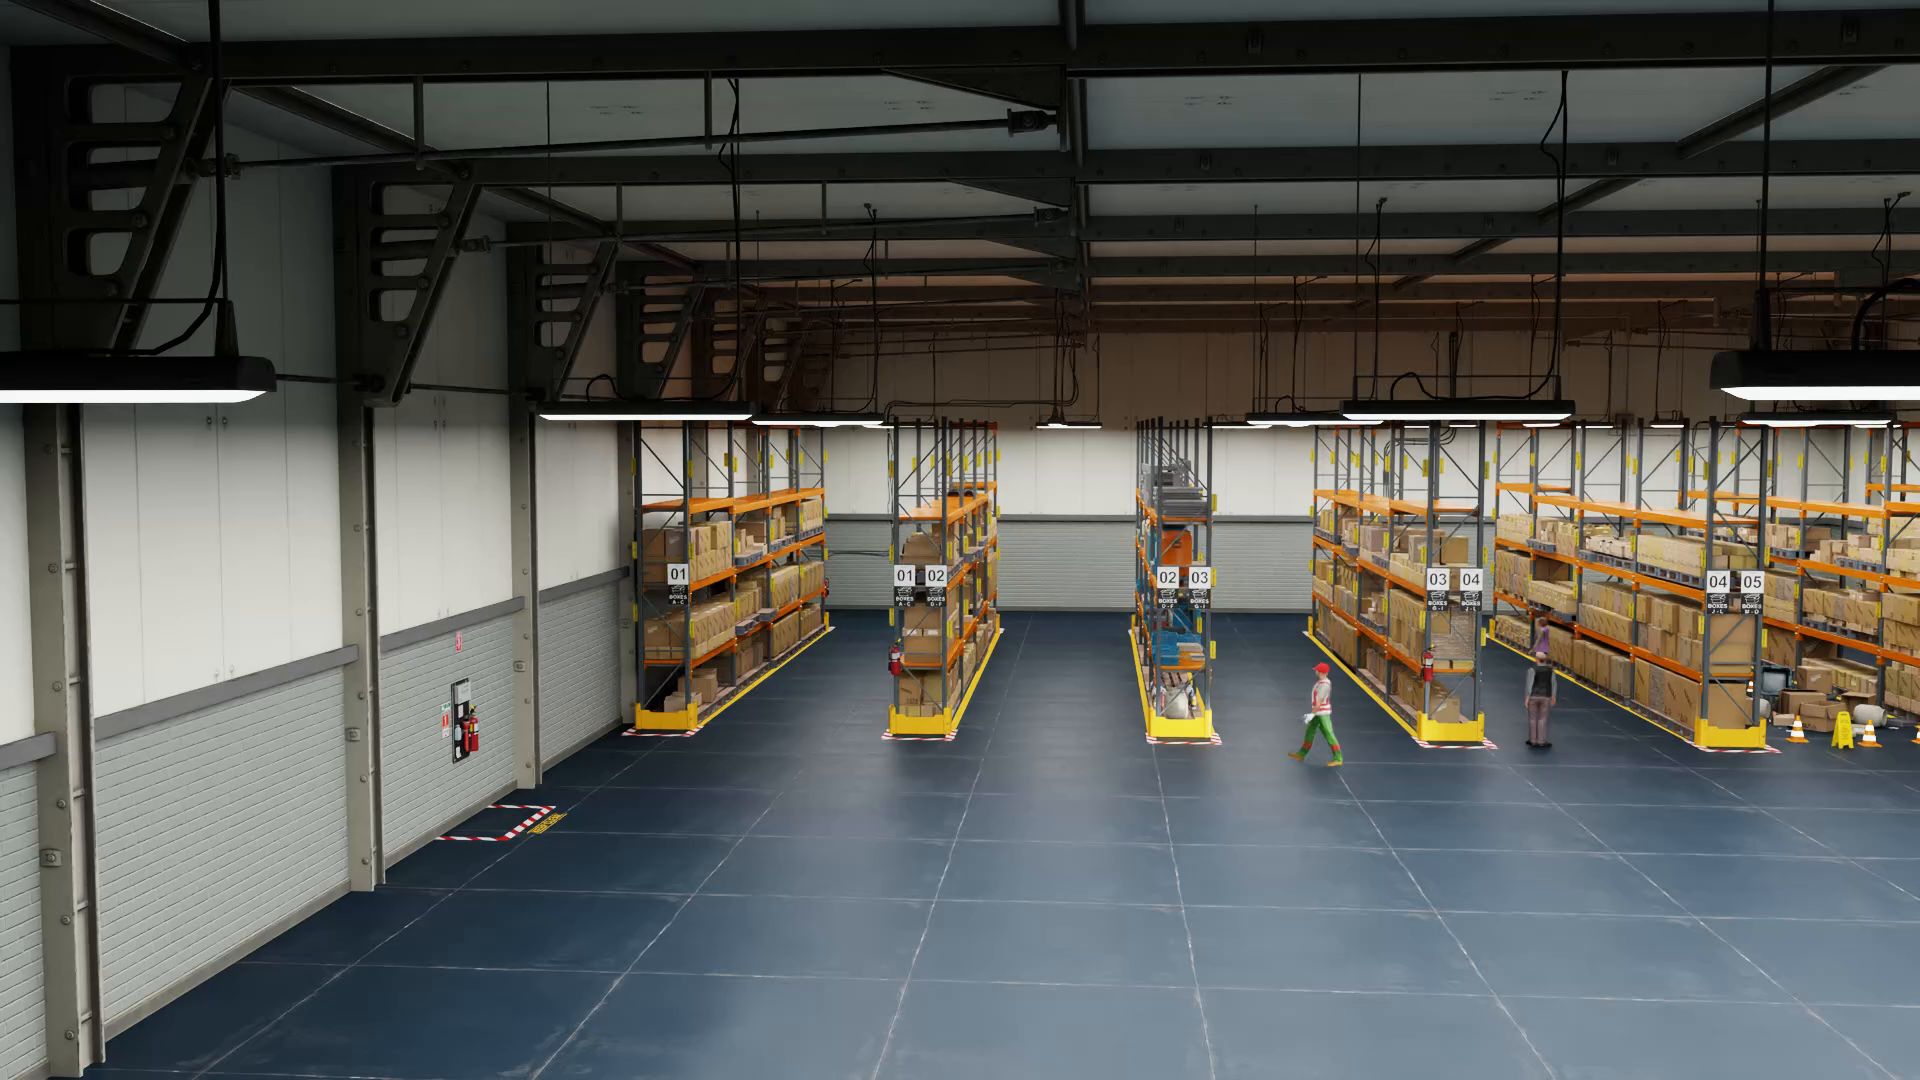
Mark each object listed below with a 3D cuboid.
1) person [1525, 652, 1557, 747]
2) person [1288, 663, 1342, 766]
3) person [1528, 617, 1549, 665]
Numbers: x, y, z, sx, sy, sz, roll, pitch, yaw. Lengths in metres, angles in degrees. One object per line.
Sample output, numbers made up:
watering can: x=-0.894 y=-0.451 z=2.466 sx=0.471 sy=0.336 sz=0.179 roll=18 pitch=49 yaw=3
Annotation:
person: x=10.564 y=2.884 z=30.221 sx=0.545 sy=1.723 sz=0.397 roll=1 pitch=4 yaw=19
person: x=6.107 y=2.968 z=28.527 sx=0.838 sy=1.753 sz=0.664 roll=0 pitch=4 yaw=1
person: x=12.934 y=2.507 z=37.117 sx=0.490 sy=1.601 sz=0.725 roll=-2 pitch=4 yaw=-29
